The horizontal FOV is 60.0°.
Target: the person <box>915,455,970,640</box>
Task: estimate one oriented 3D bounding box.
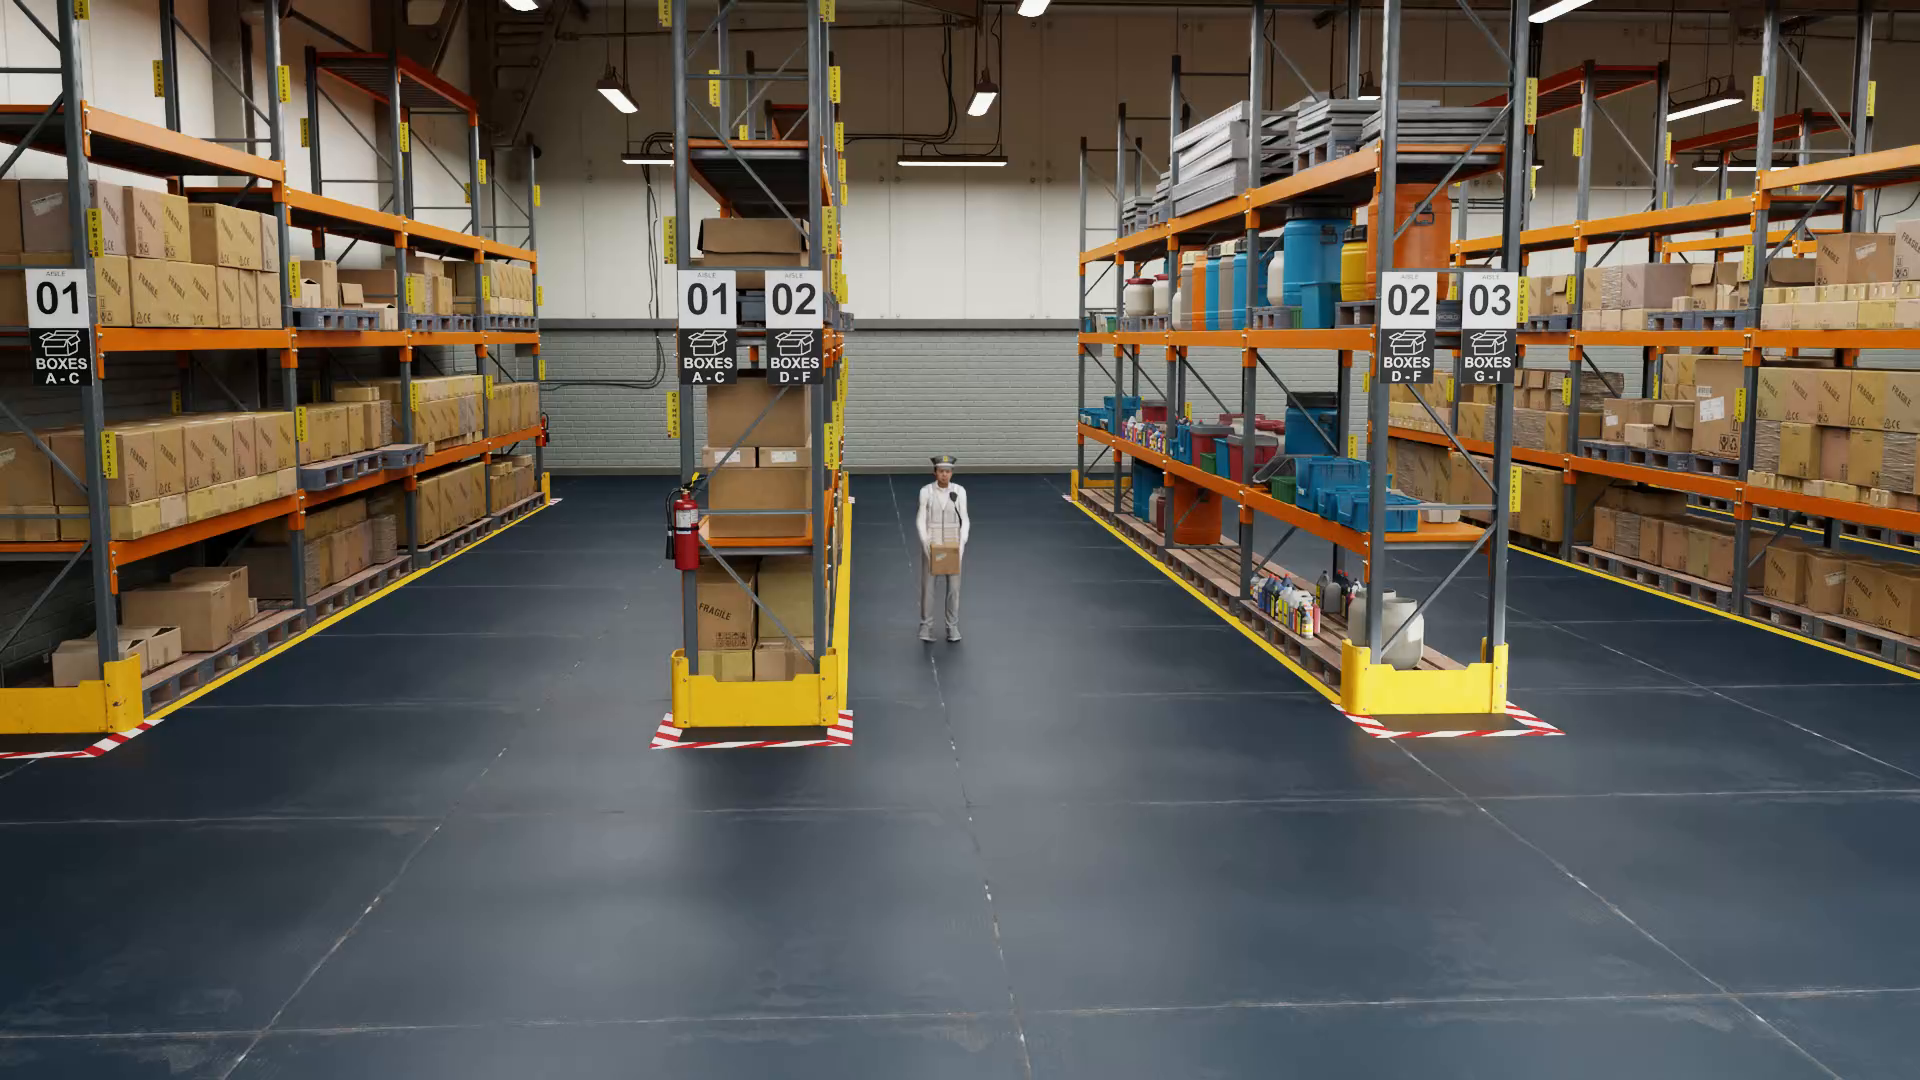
[{"bbox_3d":[-0.154,0.062,15.145,0.500,1.684,0.411,-1,7,-5],"label":"person"}]
